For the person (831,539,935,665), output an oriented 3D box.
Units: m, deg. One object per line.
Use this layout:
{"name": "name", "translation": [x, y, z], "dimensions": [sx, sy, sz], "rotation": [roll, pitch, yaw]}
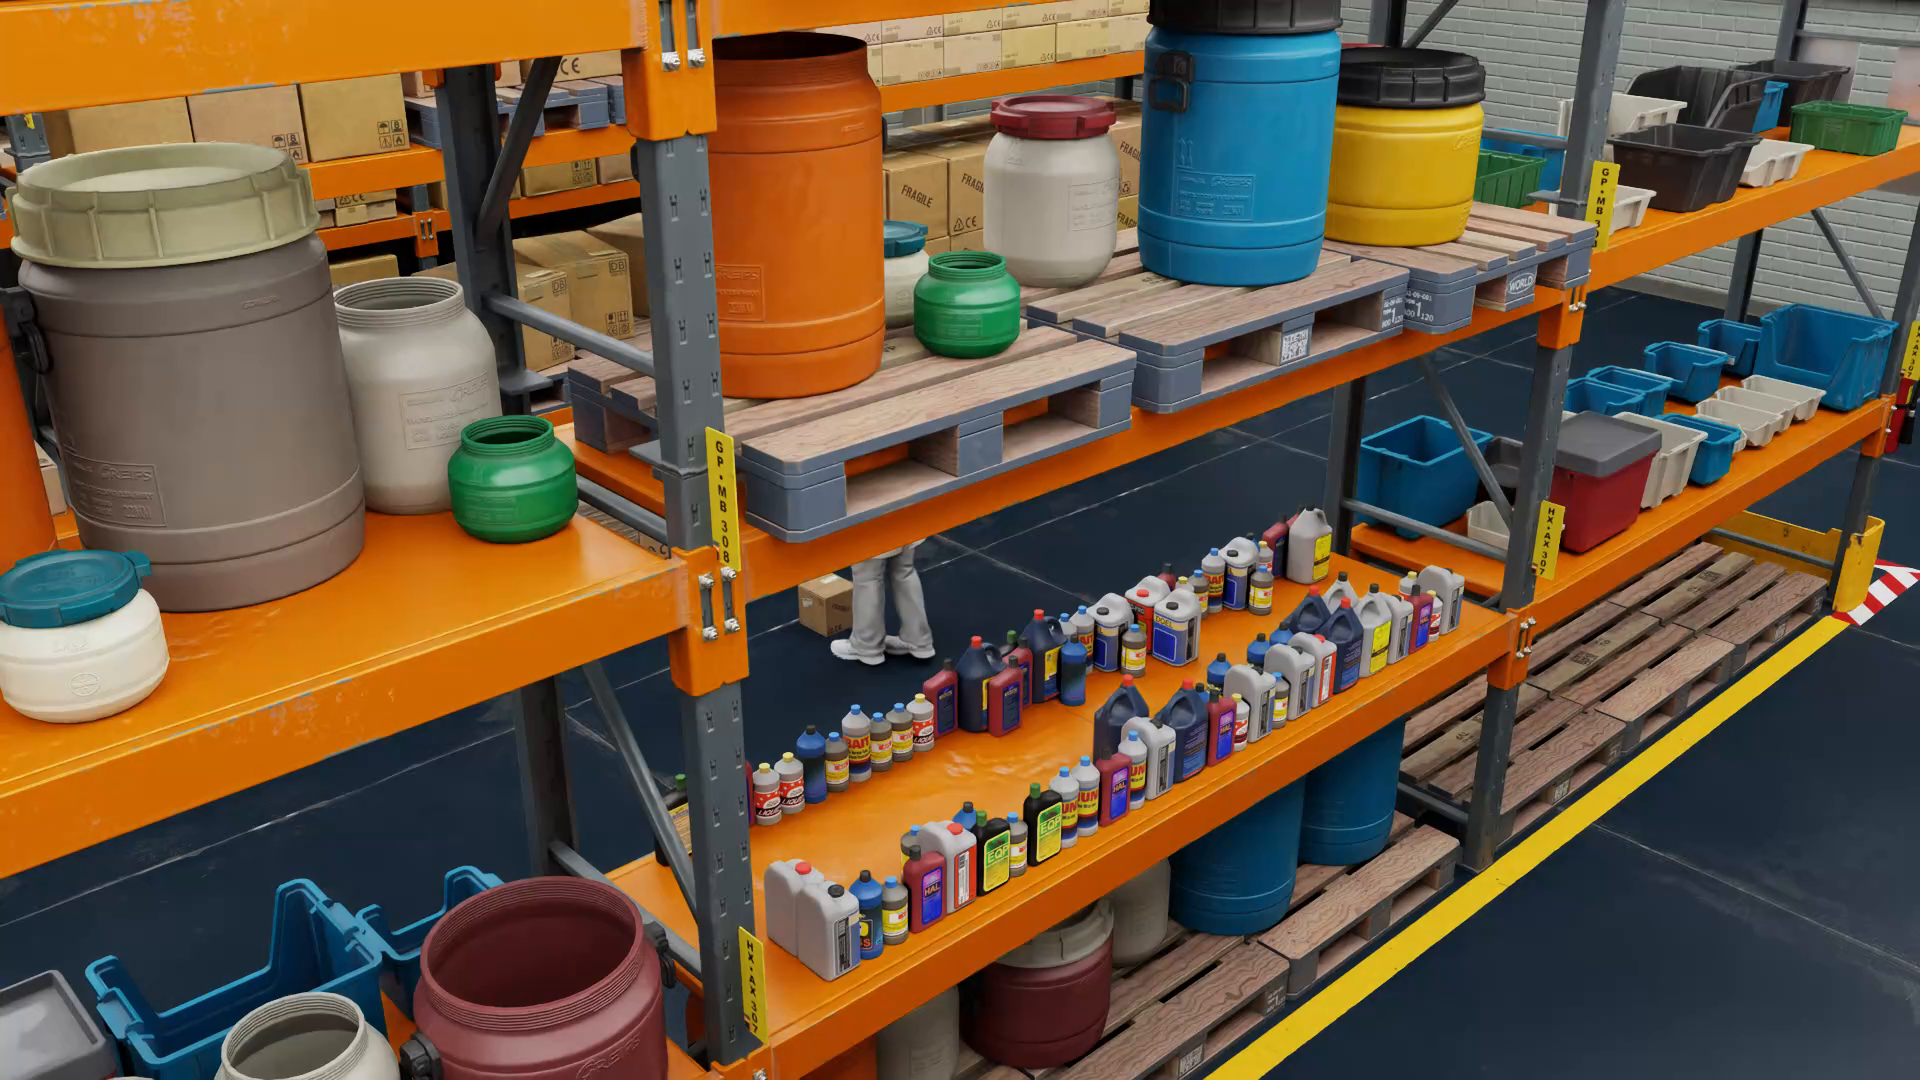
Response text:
{"name": "person", "translation": [-0.426, -0.167, 8.980], "dimensions": [0.570, 1.794, 0.596], "rotation": [19, 30, 36]}
